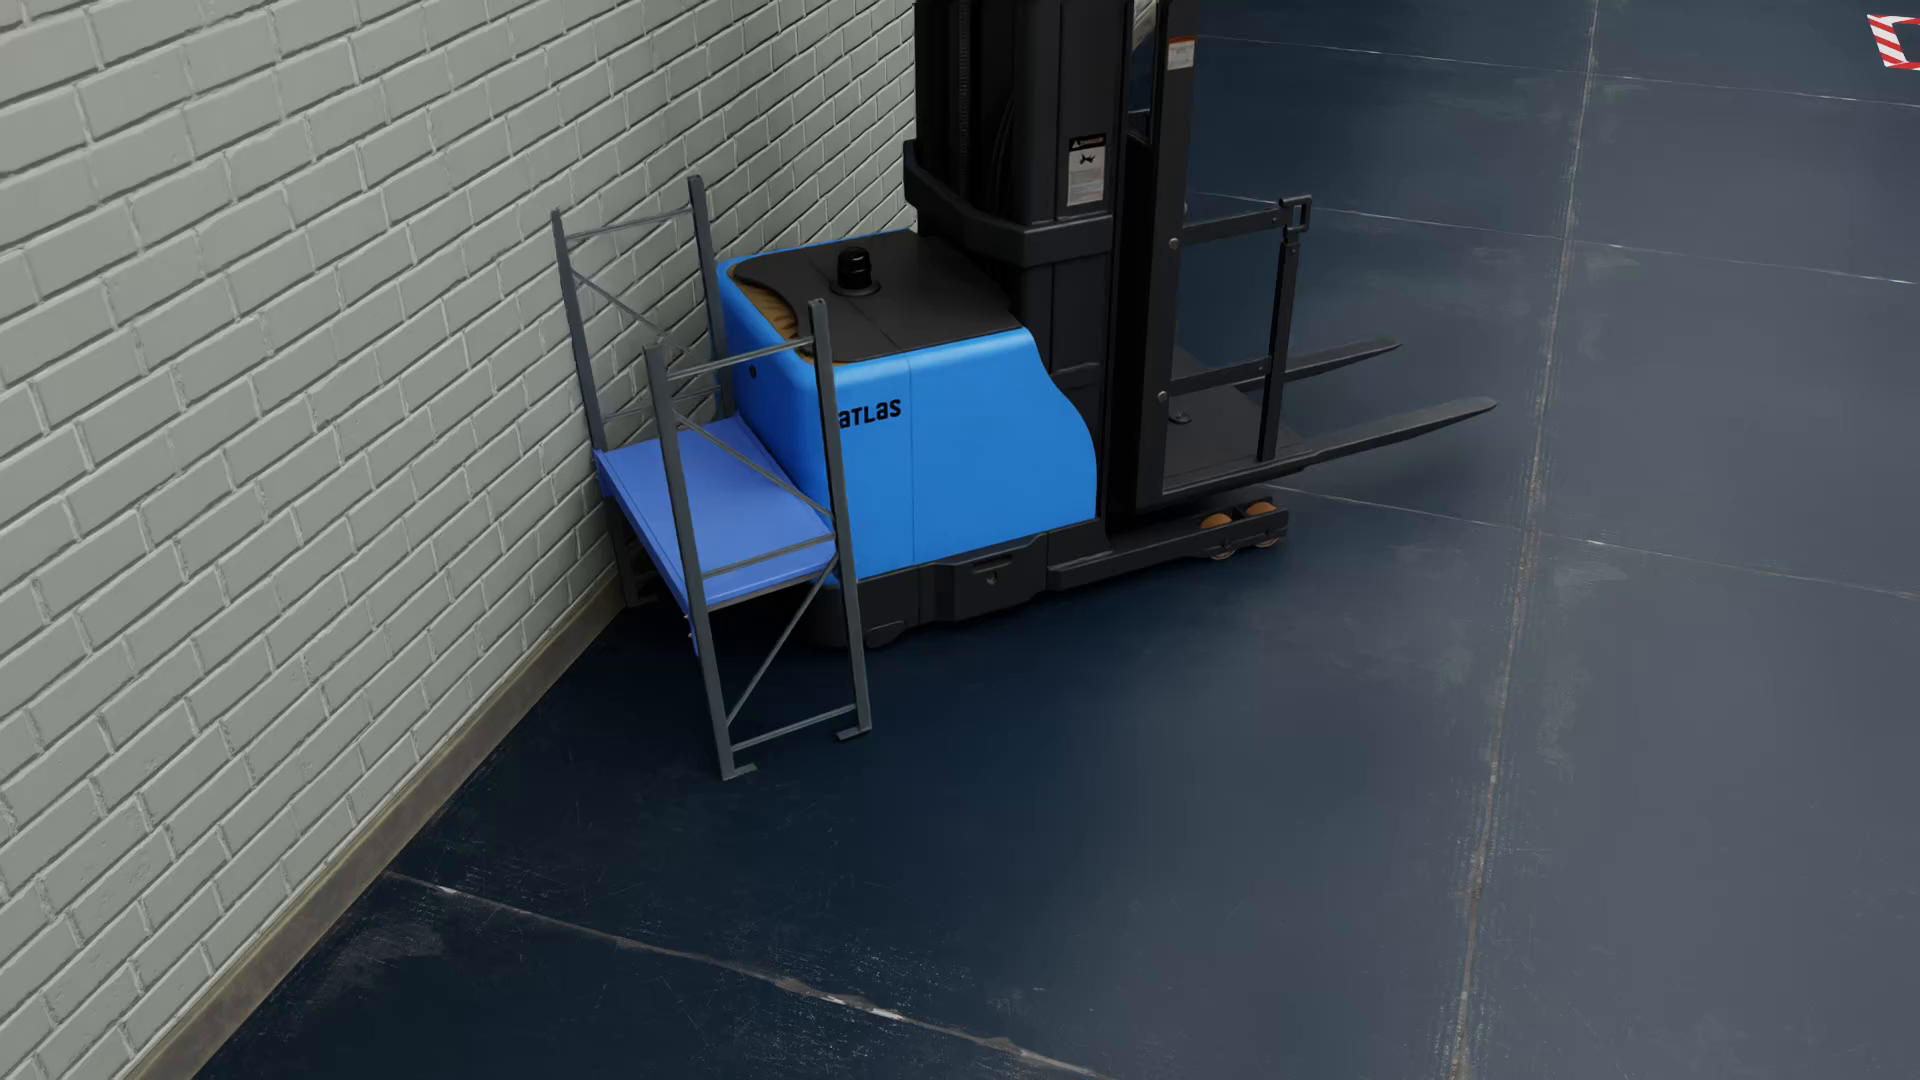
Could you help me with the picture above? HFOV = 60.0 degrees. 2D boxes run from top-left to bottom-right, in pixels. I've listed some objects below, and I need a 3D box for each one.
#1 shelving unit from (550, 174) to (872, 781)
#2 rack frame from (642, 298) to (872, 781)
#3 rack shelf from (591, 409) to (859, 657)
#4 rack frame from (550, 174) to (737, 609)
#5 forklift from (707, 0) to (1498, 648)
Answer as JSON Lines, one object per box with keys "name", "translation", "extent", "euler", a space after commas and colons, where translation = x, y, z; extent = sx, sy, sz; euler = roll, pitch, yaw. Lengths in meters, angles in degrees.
{"name": "shelving unit", "translation": [-0.771, -0.201, 5.157], "extent": [0.538, 1.500, 1.048], "euler": [-18, 37, -20]}
{"name": "rack frame", "translation": [-0.548, 0.048, 4.775], "extent": [0.500, 1.500, 0.032], "euler": [-18, 37, -20]}
{"name": "rack shelf", "translation": [-0.762, -0.054, 5.260], "extent": [0.538, 0.185, 1.000], "euler": [-18, 37, -20]}
{"name": "rack frame", "translation": [-0.994, -0.451, 5.540], "extent": [0.500, 1.500, 0.032], "euler": [-18, 37, -20]}
{"name": "forklift", "translation": [0.658, -1.402, 5.720], "extent": [3.031, 2.935, 1.130], "euler": [-15, 36, -21]}
